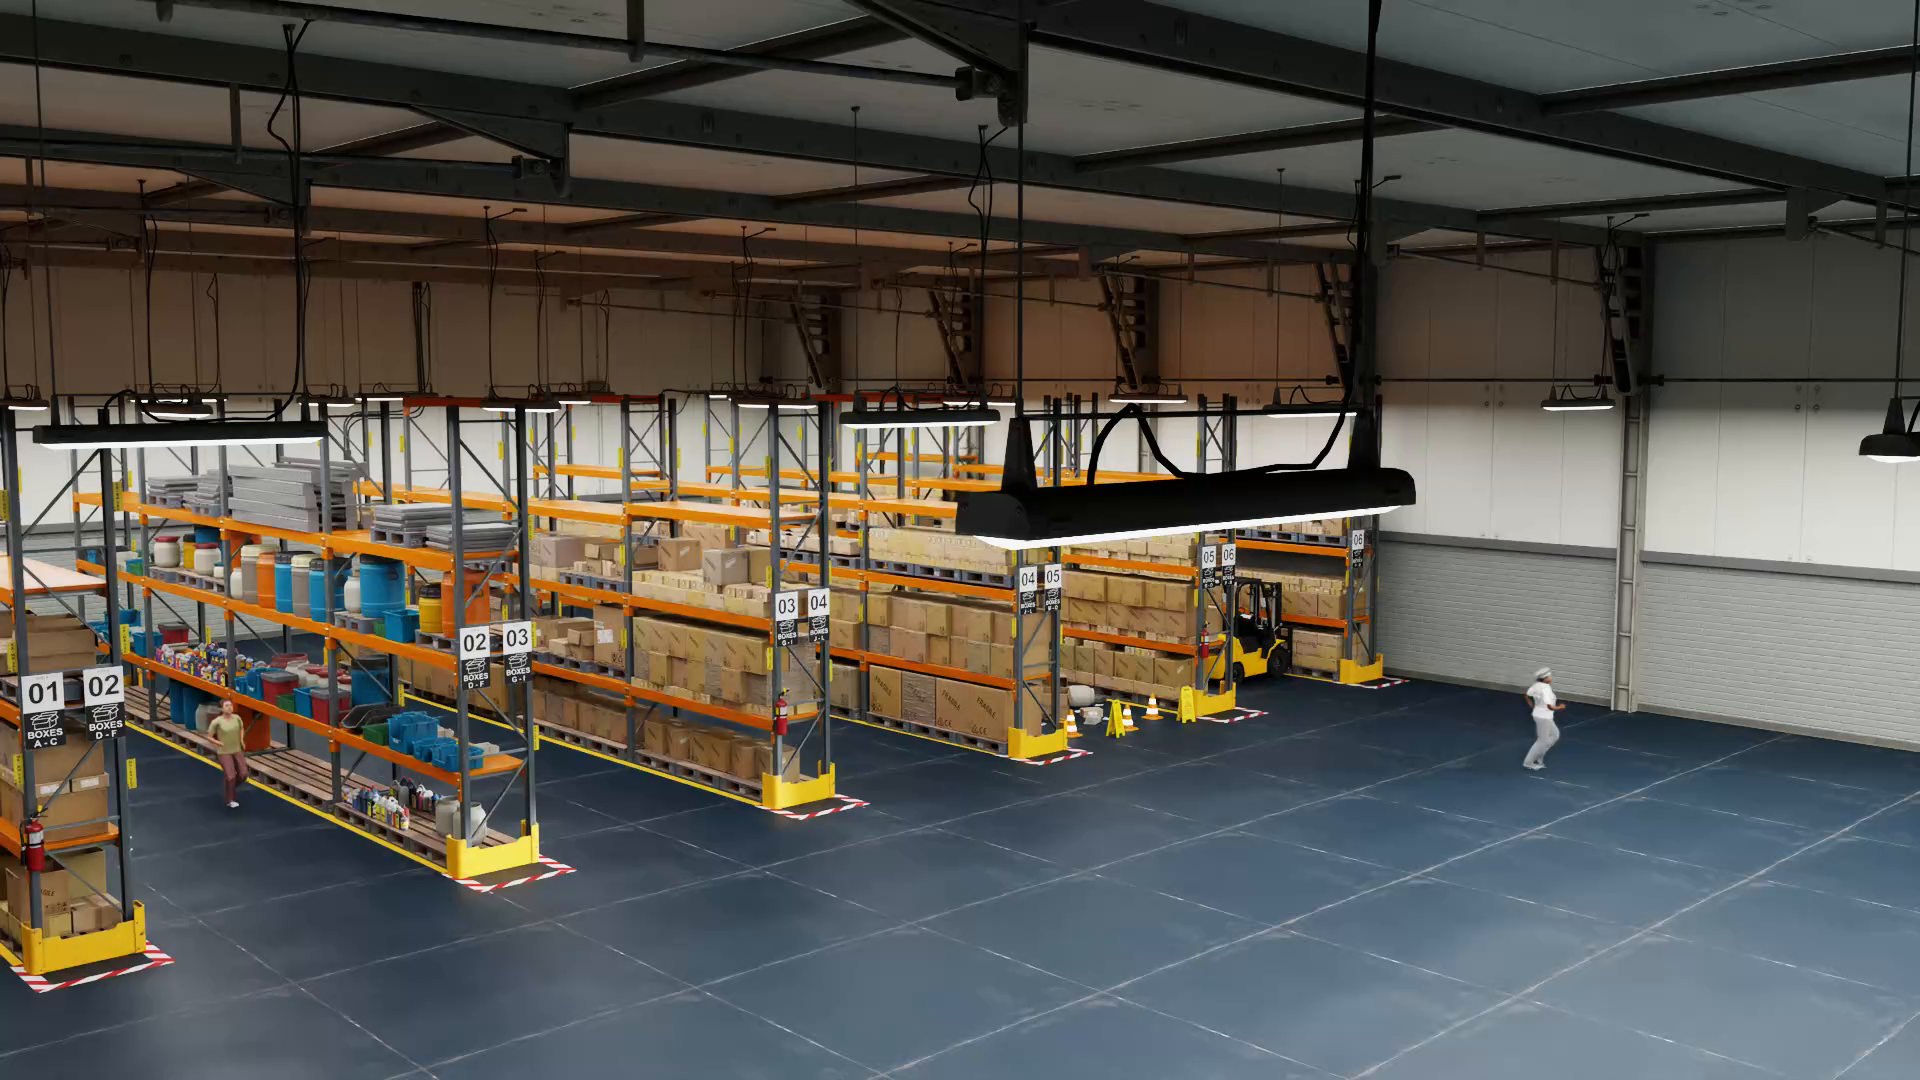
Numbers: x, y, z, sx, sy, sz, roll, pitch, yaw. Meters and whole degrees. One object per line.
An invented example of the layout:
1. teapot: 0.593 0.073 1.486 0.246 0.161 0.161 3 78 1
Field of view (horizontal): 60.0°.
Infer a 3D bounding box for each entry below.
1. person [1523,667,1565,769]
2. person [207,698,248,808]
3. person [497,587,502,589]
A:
1. person: 9.476 2.885 26.944 0.651 1.680 0.544 0 6 5
2. person: -10.822 3.142 24.613 0.563 1.621 0.574 5 7 42
3. person: -10.641 1.861 38.231 0.646 1.592 0.615 -1 6 -10
